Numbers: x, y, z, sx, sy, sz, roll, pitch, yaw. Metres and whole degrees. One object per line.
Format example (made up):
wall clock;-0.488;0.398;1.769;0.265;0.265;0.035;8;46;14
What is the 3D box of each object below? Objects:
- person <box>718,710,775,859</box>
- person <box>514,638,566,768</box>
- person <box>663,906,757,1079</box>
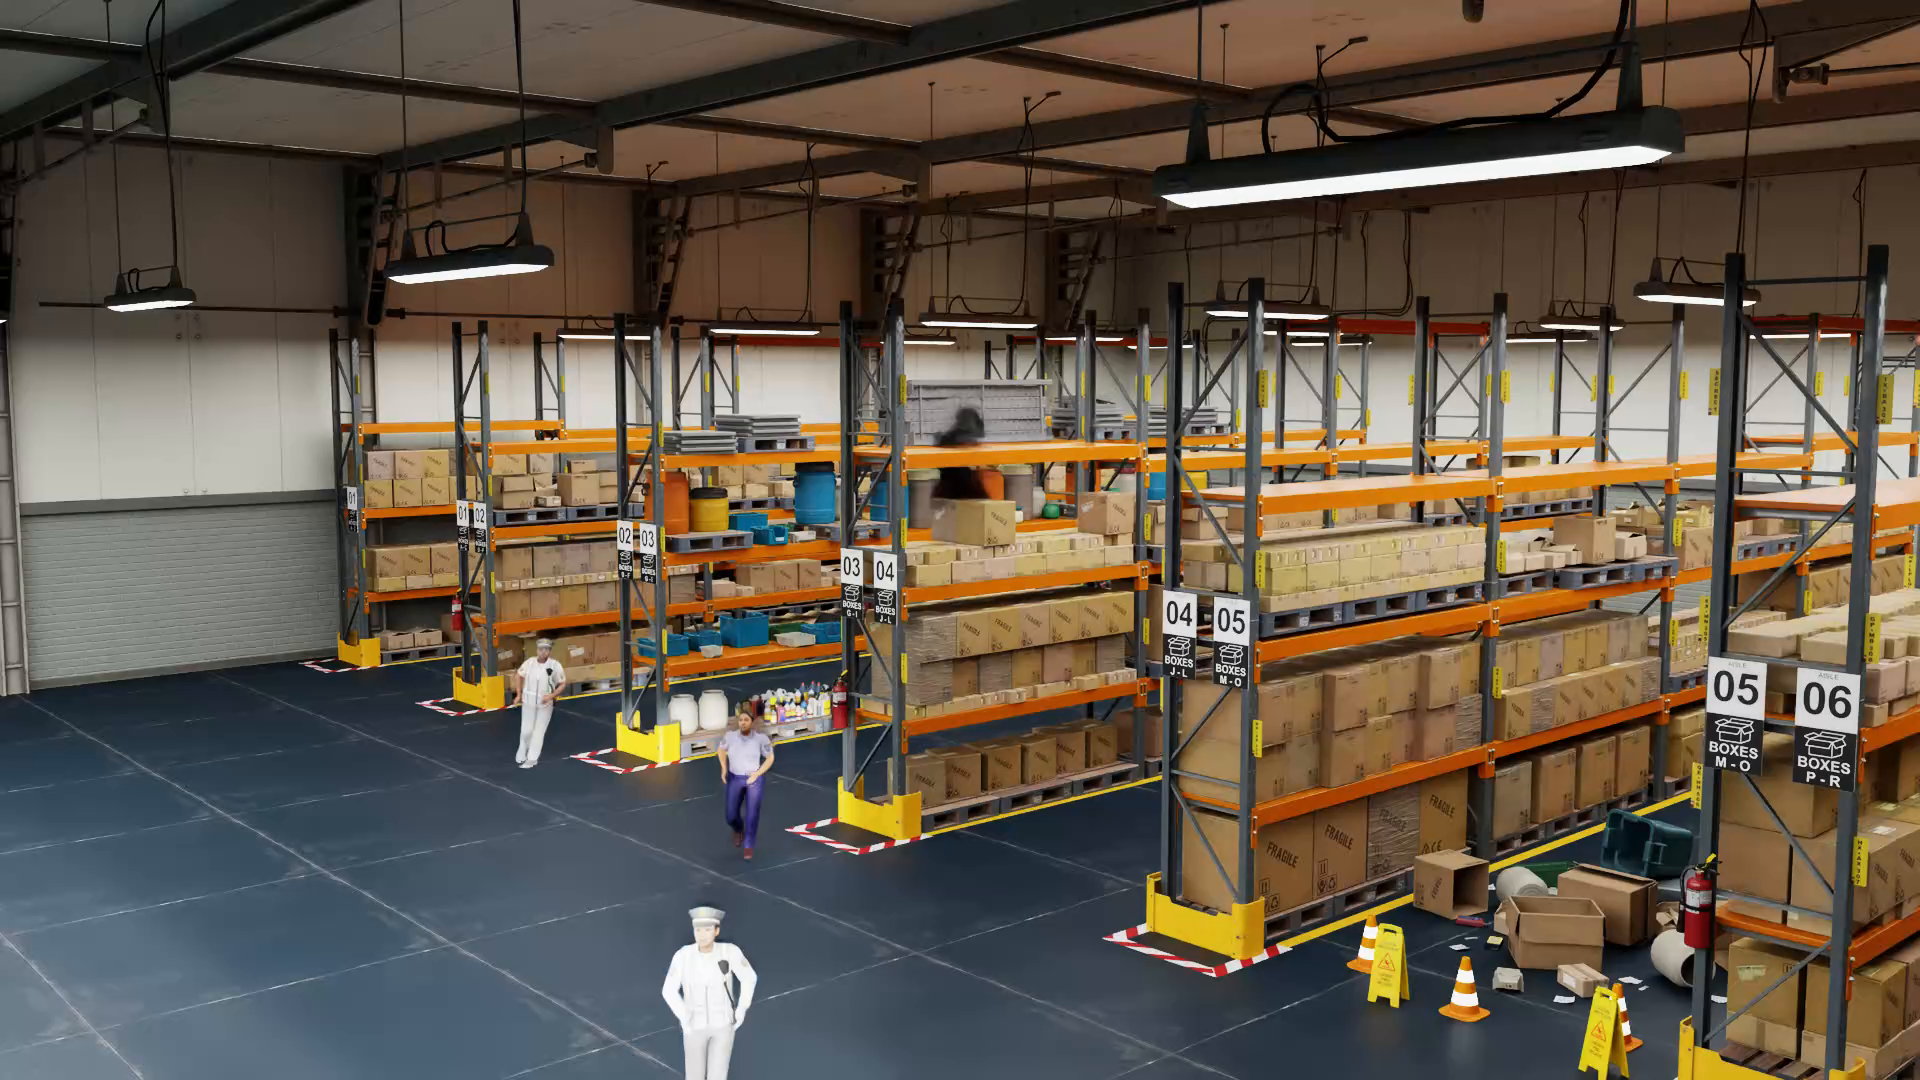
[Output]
person;-2.307;2.620;17.827;0.630;1.624;0.469;0;6;2
person;-5.531;2.149;21.875;0.679;1.722;0.584;-1;6;-7
person;-1.701;3.246;11.159;0.571;1.695;0.781;-1;6;-5
